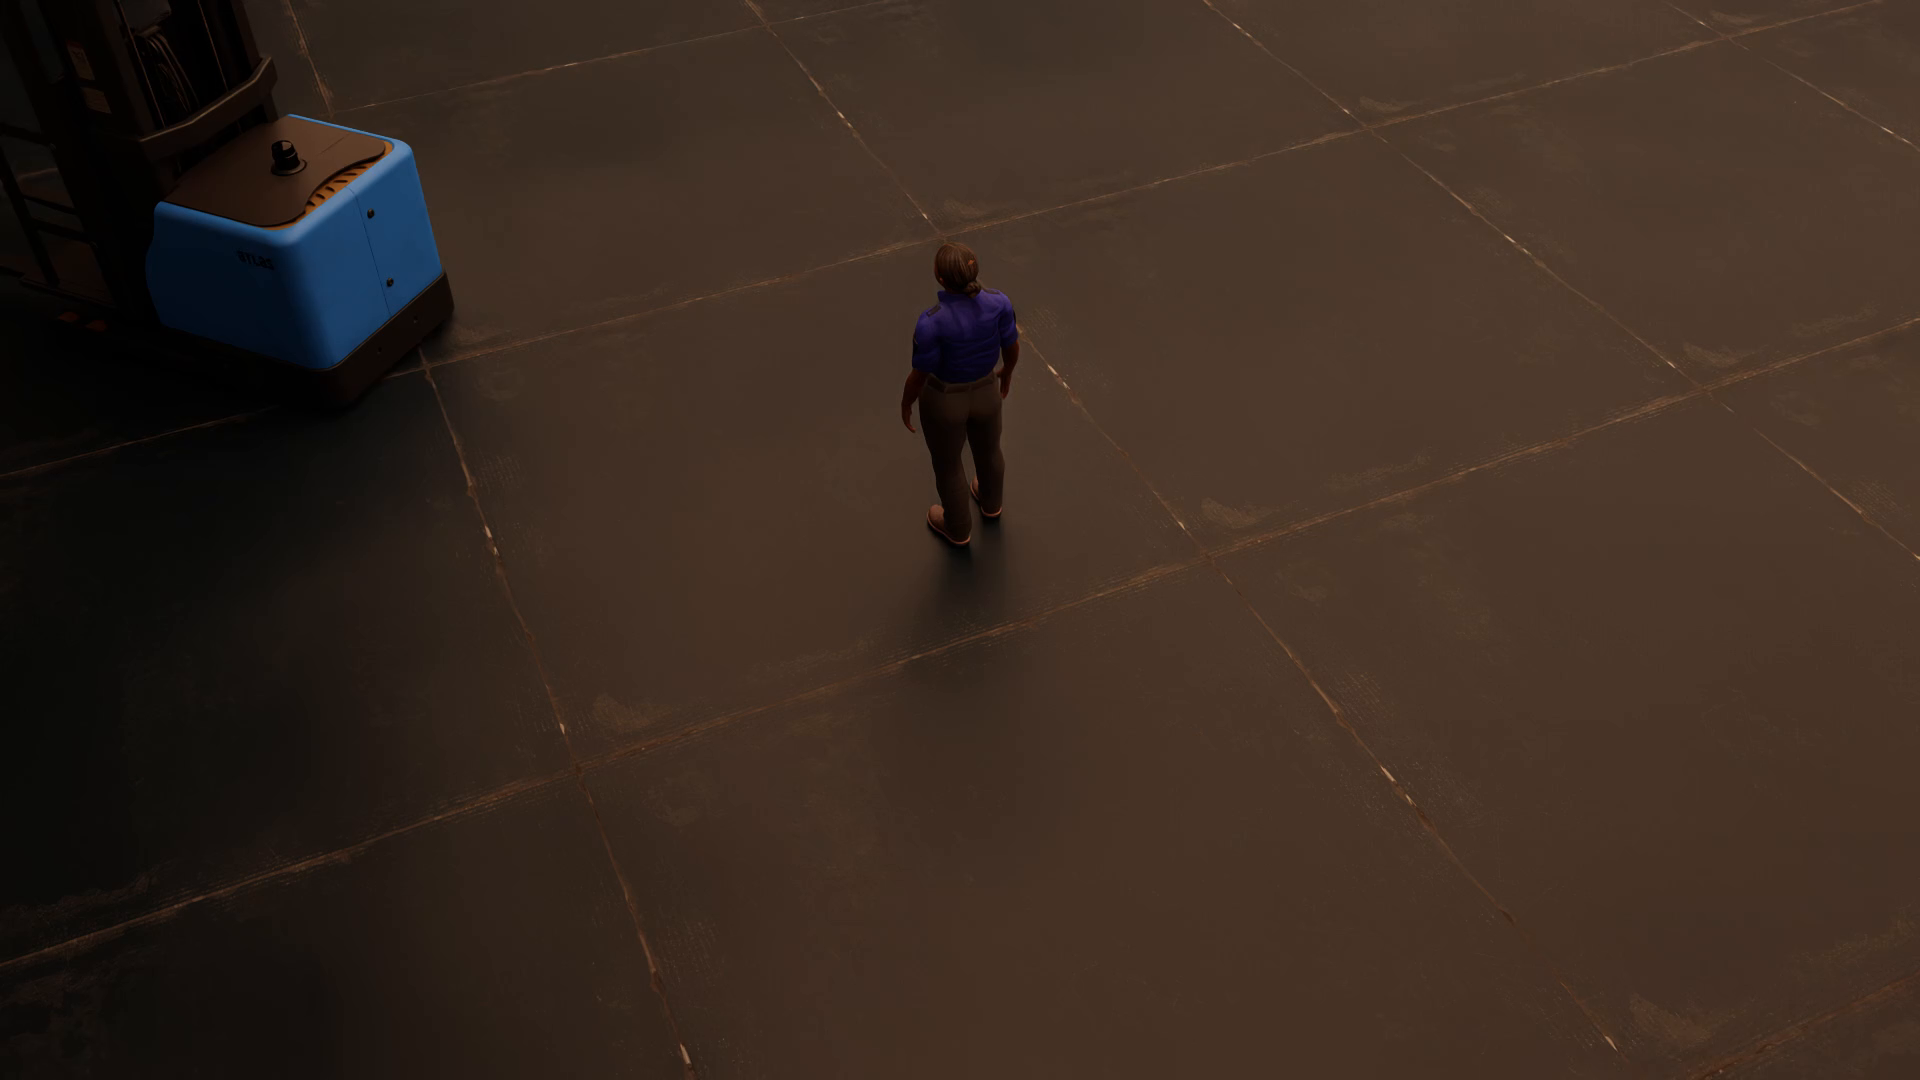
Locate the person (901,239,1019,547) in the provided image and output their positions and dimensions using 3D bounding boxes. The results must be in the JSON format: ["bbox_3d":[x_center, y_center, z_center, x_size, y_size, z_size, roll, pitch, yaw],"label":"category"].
[{"bbox_3d":[-0.019,-0.671,7.325,0.566,1.657,0.489,-18,46,-18],"label":"person"}]

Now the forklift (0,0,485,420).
[{"bbox_3d":[-4.141,-2.341,8.189,3.031,2.935,1.130,16,45,17],"label":"forklift"}]
